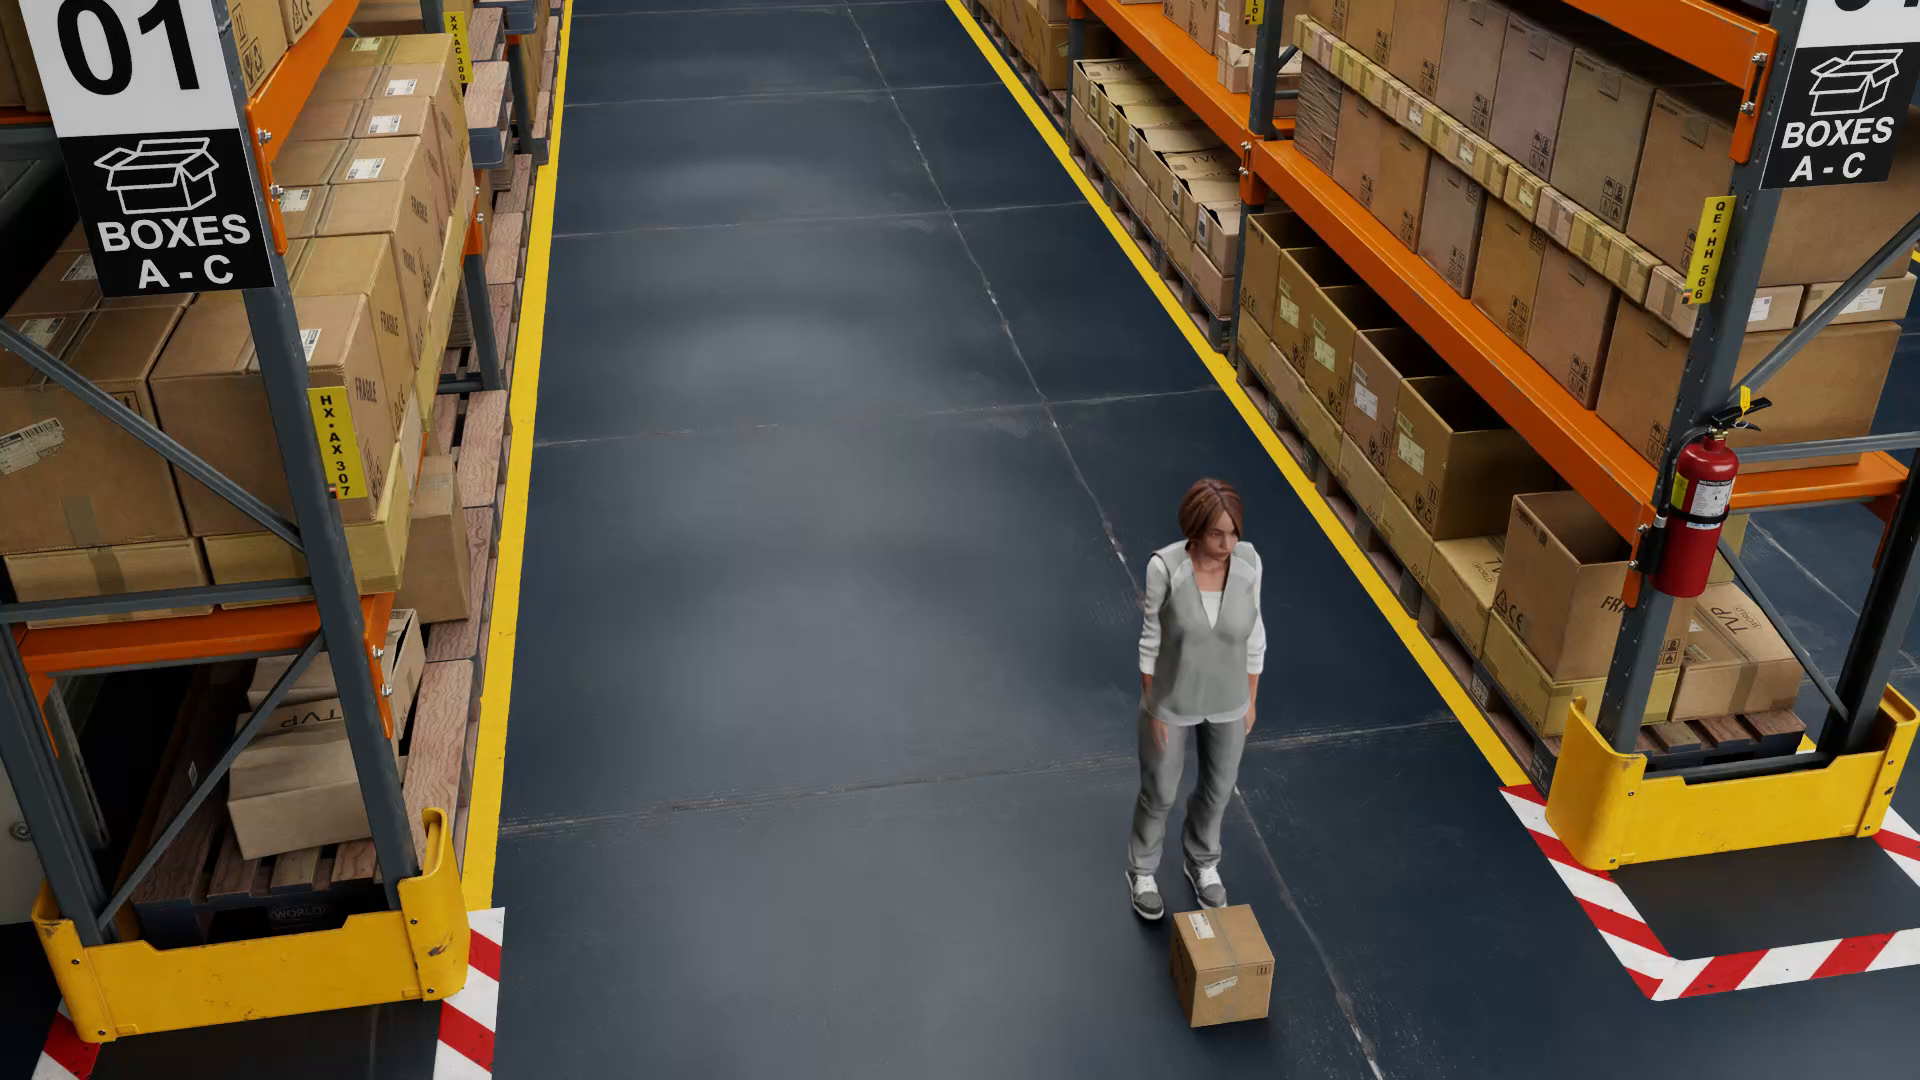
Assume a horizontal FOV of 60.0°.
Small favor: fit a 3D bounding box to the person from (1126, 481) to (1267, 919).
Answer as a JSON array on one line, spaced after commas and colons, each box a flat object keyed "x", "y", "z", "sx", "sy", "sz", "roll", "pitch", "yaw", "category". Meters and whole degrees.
[{"x": 0.760, "y": 0.520, "z": 5.288, "sx": 0.406, "sy": 1.593, "sz": 0.300, "roll": -5, "pitch": 31, "yaw": -8, "category": "person"}]
